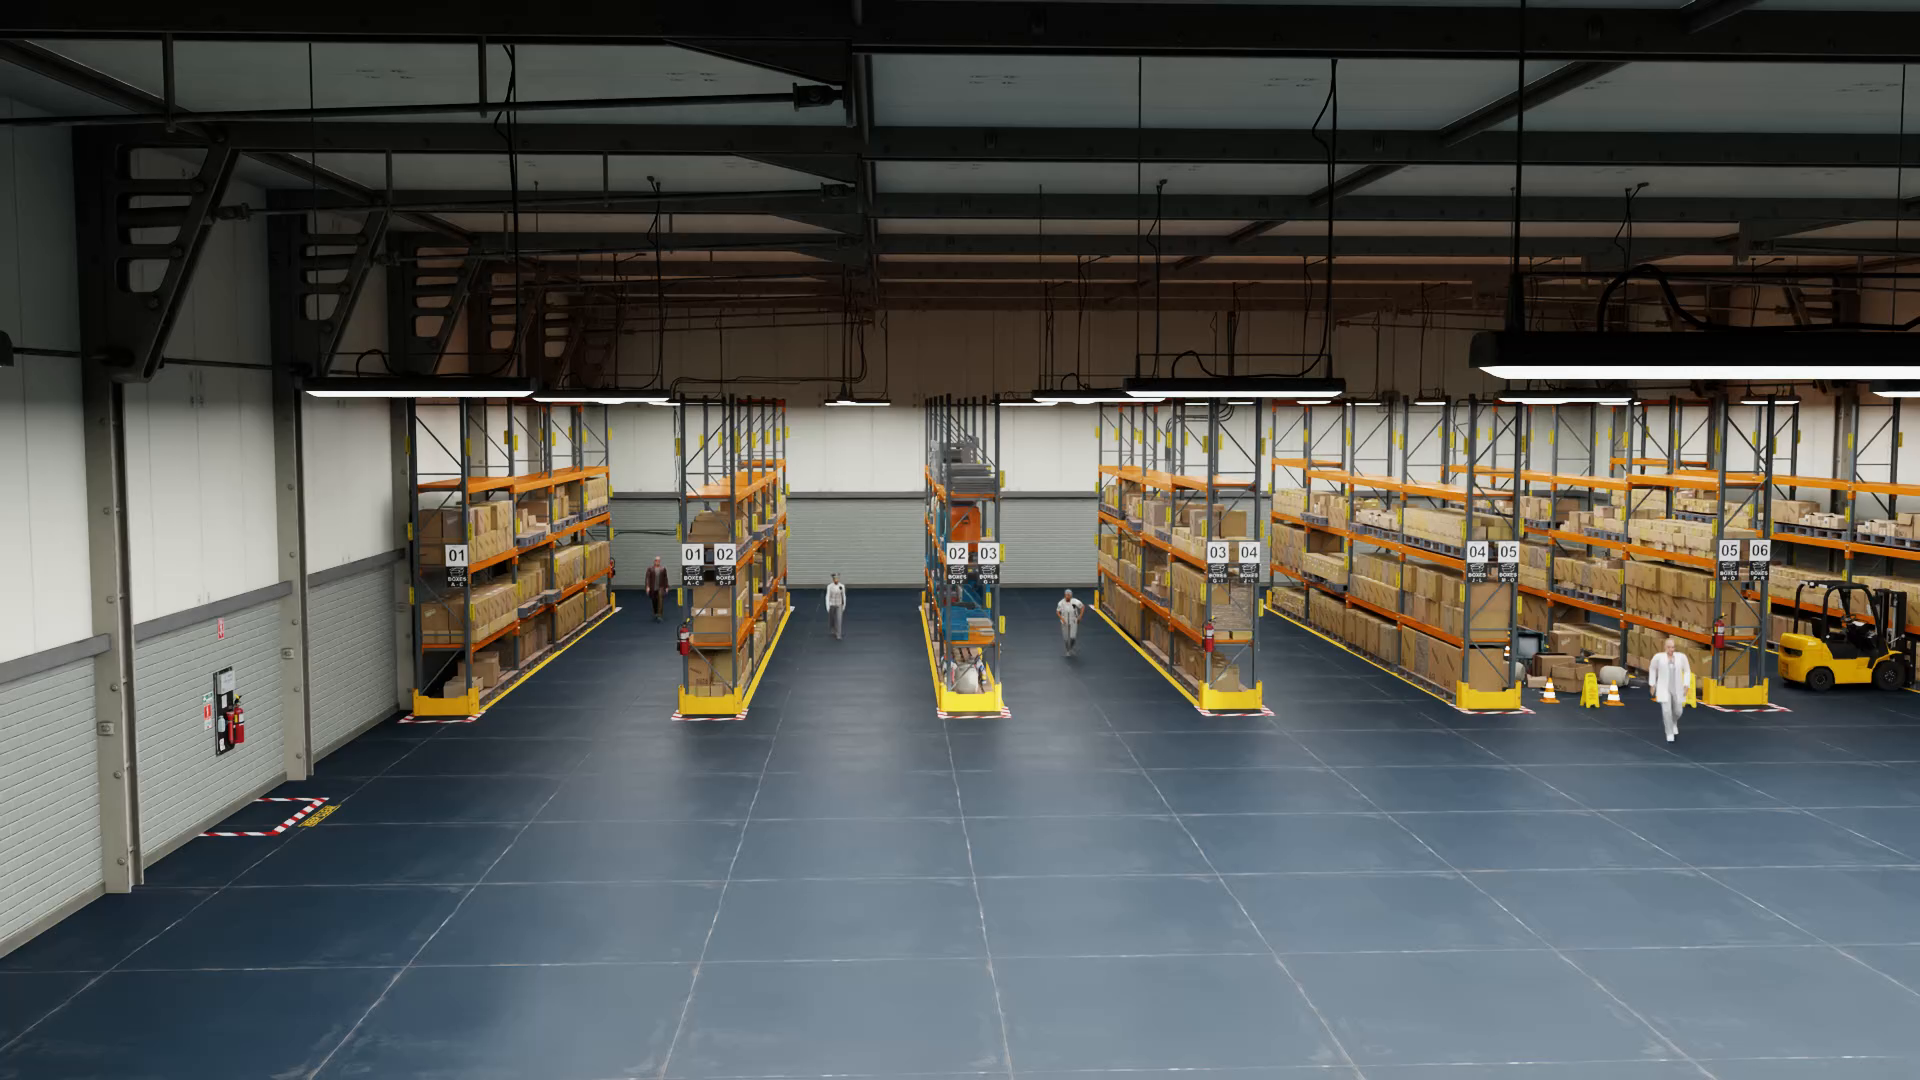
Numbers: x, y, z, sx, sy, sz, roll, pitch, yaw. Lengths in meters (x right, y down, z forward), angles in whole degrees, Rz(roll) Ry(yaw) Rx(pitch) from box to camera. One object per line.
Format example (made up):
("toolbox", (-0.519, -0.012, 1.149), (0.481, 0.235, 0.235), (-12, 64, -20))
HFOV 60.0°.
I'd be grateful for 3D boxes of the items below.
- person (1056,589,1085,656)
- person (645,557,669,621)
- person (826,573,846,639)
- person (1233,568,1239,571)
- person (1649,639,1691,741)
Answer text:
("person", (2.548, 1.908, 38.306), (0.646, 1.581, 0.751), (1, 5, 10))
("person", (-8.180, 1.306, 44.845), (0.614, 1.716, 1.170), (0, 5, -6))
("person", (-3.091, 1.616, 41.431), (0.494, 1.623, 1.049), (0, 5, -3))
("person", (8.035, 1.030, 48.328), (0.648, 1.820, 0.731), (2, 5, 26))
("person", (12.314, 2.572, 28.899), (0.641, 1.757, 0.750), (1, 5, 12))
